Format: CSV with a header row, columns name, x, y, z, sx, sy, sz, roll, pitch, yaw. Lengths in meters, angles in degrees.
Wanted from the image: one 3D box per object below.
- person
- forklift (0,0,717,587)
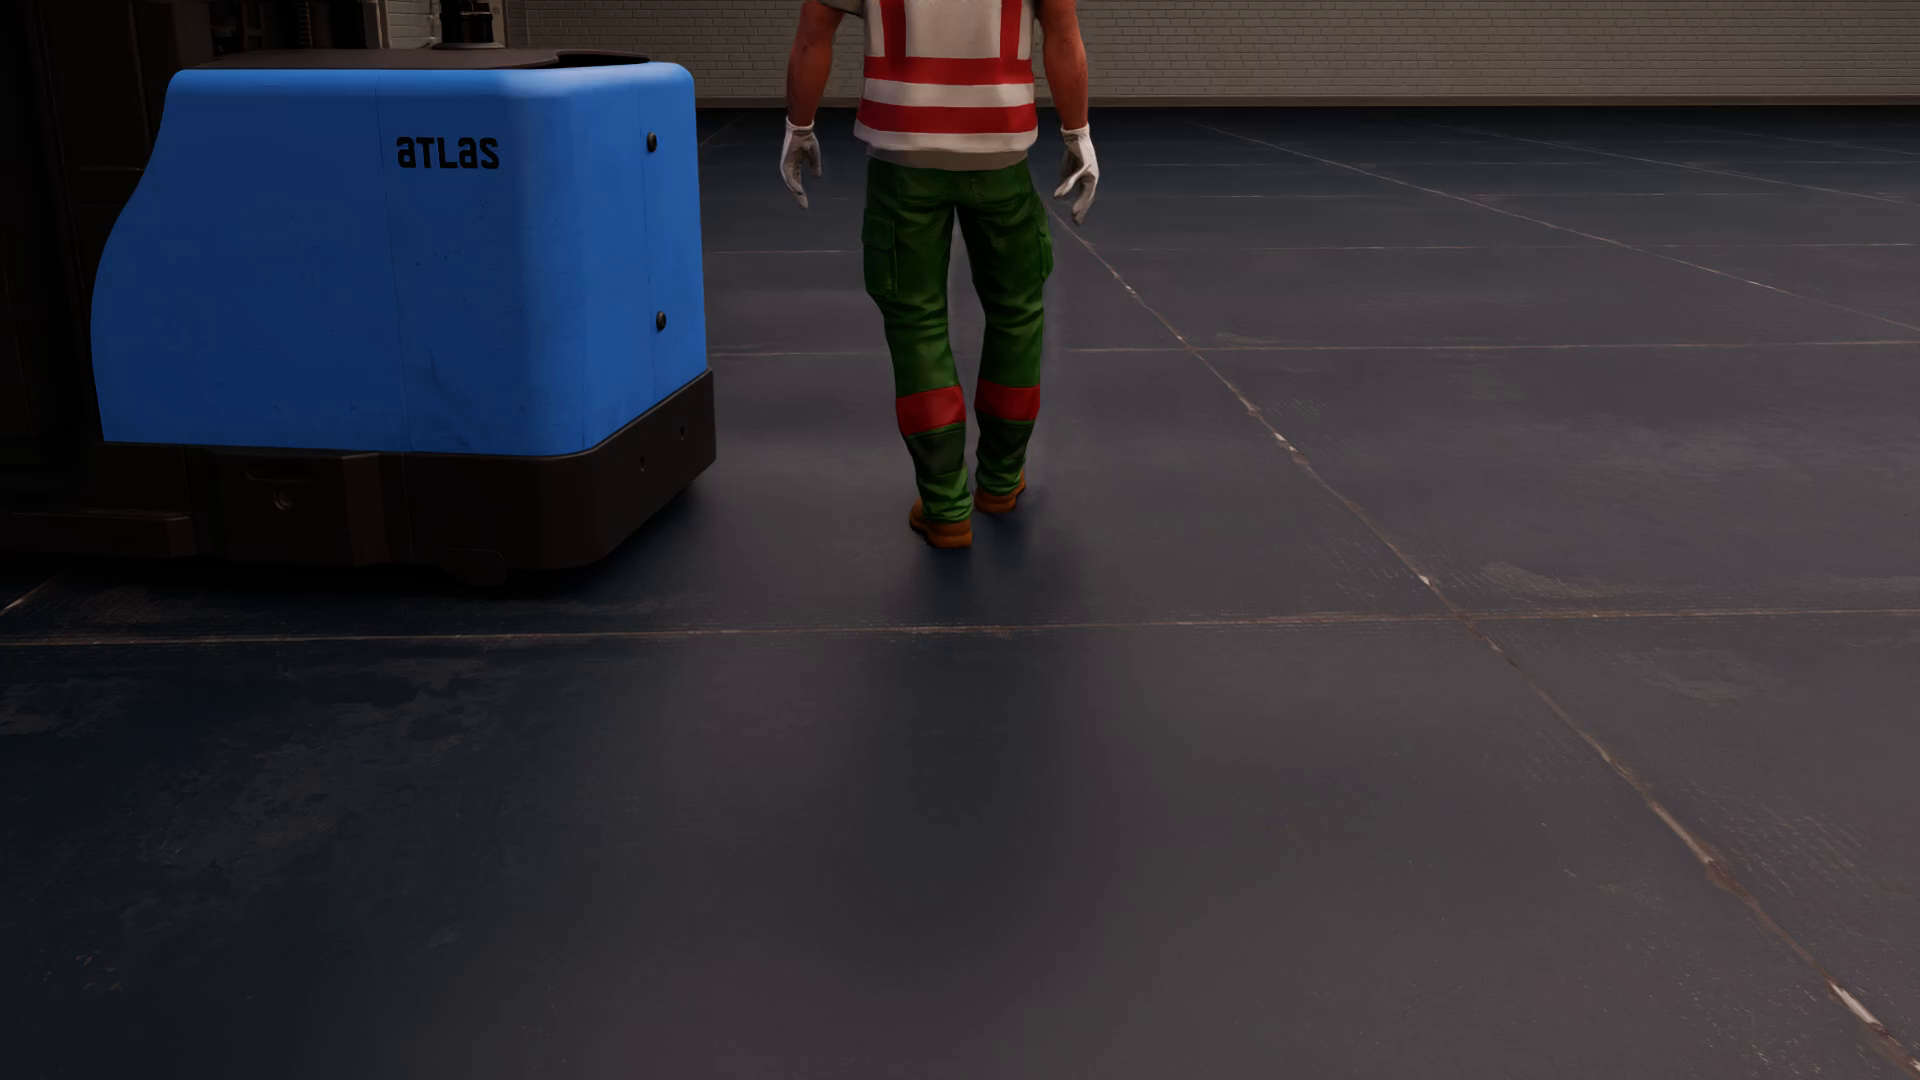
name,x,y,z,sx,sy,sz,roll,pitch,yaw
person,-0.059,-0.901,3.853,0.717,1.781,0.585,-2,17,-8
forklift,-2.199,-1.480,3.745,3.031,2.935,1.130,2,17,8
